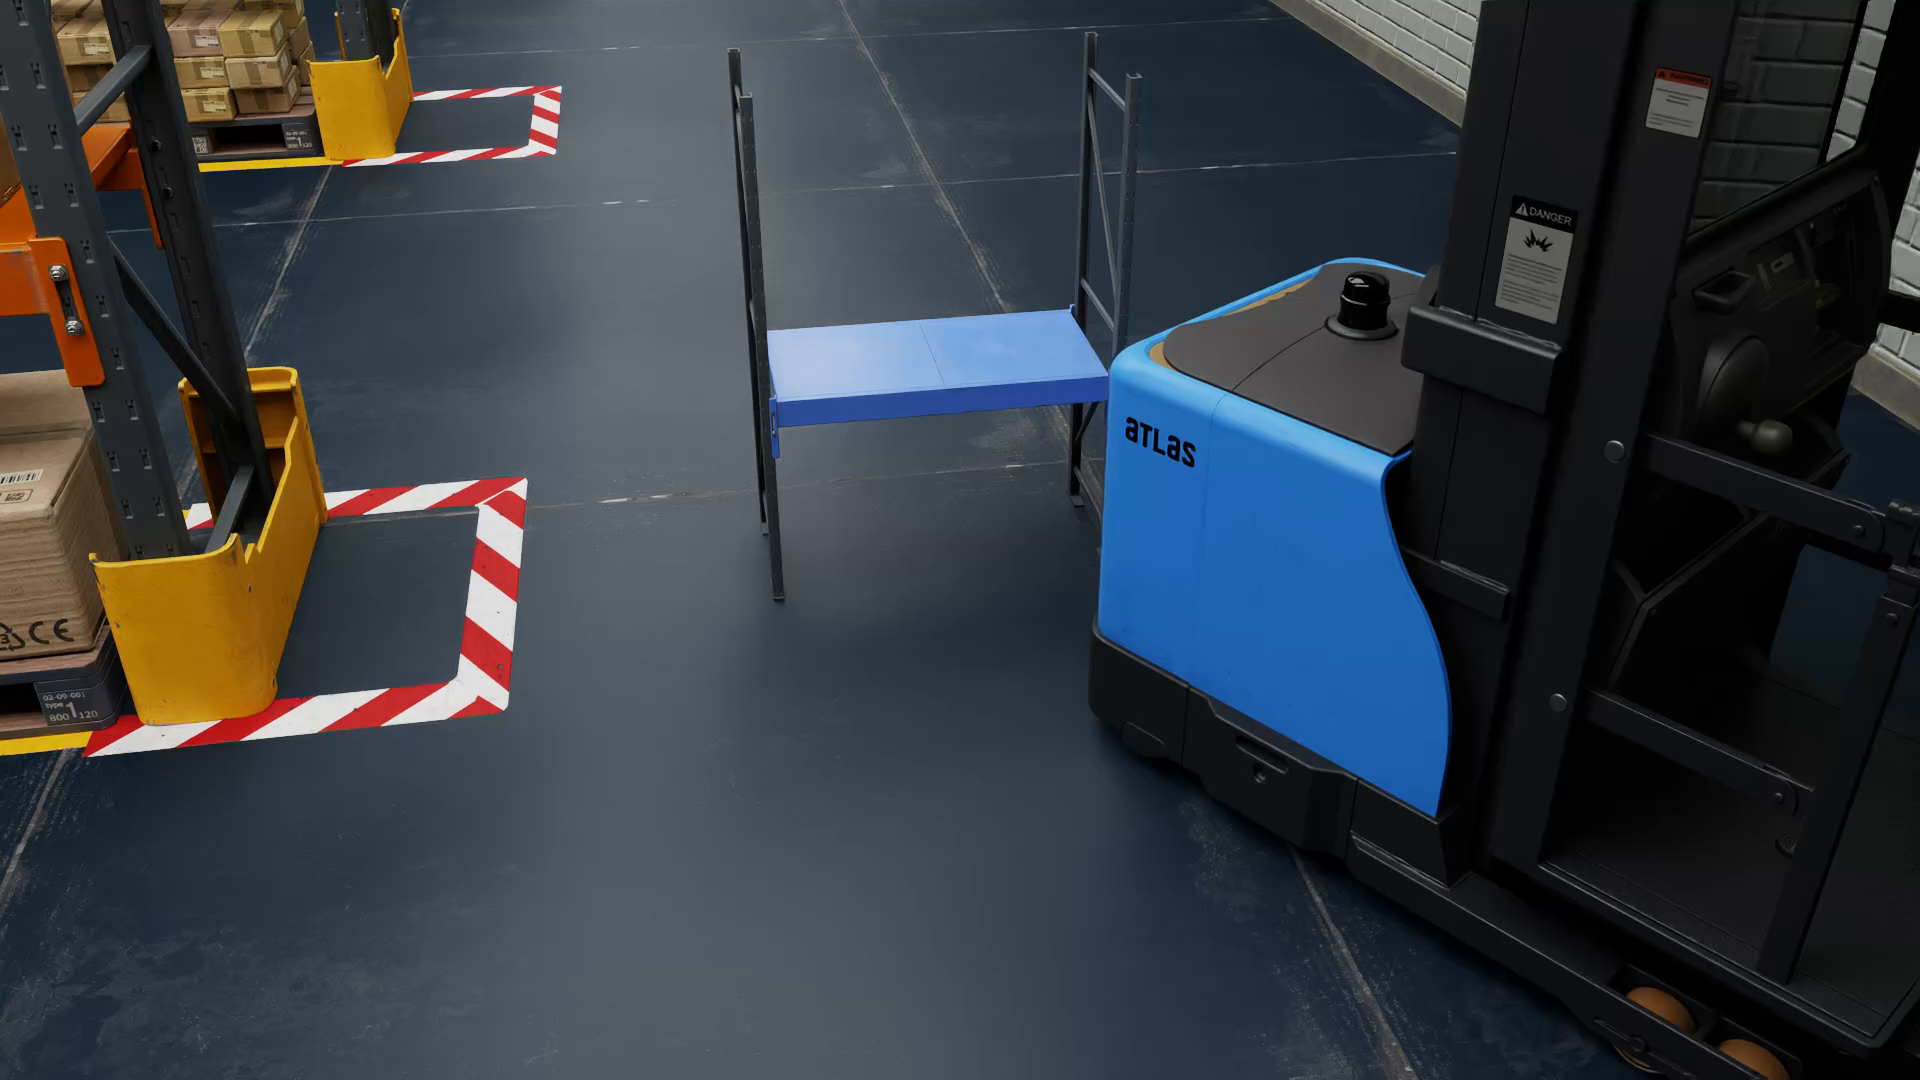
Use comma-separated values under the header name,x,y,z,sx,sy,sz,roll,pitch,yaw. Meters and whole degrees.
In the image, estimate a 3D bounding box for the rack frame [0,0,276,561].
name,x,y,z,sx,sy,sz,roll,pitch,yaw
rack frame,-2.147,-1.098,4.158,0.127,3.000,1.000,-5,31,-9

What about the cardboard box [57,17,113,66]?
name,x,y,z,sx,sy,sz,roll,pitch,yaw
cardboard box,-4.369,-2.517,8.383,0.250,0.149,0.380,-7,31,-11

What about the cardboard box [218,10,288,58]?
name,x,y,z,sx,sy,sz,roll,pitch,yaw
cardboard box,-3.613,-2.591,8.508,0.250,0.149,0.380,-5,31,-8

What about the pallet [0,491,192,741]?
name,x,y,z,sx,sy,sz,roll,pitch,yaw
pallet,-2.919,0.216,4.674,1.213,0.211,1.003,-5,31,-9

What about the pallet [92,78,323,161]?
name,x,y,z,sx,sy,sz,roll,pitch,yaw
pallet,-4.018,-2.291,8.938,1.213,0.211,1.003,-5,31,-9

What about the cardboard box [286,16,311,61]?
name,x,y,z,sx,sy,sz,roll,pitch,yaw
cardboard box,-3.700,-2.717,9.017,0.250,0.149,0.380,-4,31,-7

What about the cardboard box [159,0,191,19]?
name,x,y,z,sx,sy,sz,roll,pitch,yaw
cardboard box,-4.235,-2.843,8.936,0.250,0.149,0.380,-5,31,-9

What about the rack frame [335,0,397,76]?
name,x,y,z,sx,sy,sz,roll,pitch,yaw
rack frame,-3.138,-3.557,8.340,0.127,3.000,1.000,-5,31,-9

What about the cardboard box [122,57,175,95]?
name,x,y,z,sx,sy,sz,roll,pitch,yaw
cardboard box,-4.117,-2.398,8.474,0.250,0.149,0.380,-7,31,-11

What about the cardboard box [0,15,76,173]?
name,x,y,z,sx,sy,sz,roll,pitch,yaw
cardboard box,-2.671,-1.240,4.302,0.500,0.500,0.500,-6,31,-9

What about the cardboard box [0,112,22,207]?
name,x,y,z,sx,sy,sz,roll,pitch,yaw
cardboard box,-2.574,-0.965,3.833,0.500,0.500,0.500,-5,31,-9

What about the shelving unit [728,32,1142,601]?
name,x,y,z,sx,sy,sz,roll,pitch,yaw
shelving unit,-0.084,-0.639,4.857,1.048,1.500,0.538,-5,31,-9

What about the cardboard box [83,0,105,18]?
name,x,y,z,sx,sy,sz,roll,pitch,yaw
cardboard box,-4.464,-2.779,8.828,0.250,0.149,0.380,-7,31,-11

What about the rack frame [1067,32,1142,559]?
name,x,y,z,sx,sy,sz,roll,pitch,yaw
rack frame,0.416,-0.685,4.936,0.032,1.500,0.500,-5,31,-9

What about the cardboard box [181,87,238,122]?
name,x,y,z,sx,sy,sz,roll,pitch,yaw
cardboard box,-3.853,-2.283,8.571,0.250,0.149,0.380,-4,31,-7

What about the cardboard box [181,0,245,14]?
name,x,y,z,sx,sy,sz,roll,pitch,yaw
cardboard box,-3.964,-2.802,8.867,0.250,0.149,0.380,-5,31,-8

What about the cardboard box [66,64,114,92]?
name,x,y,z,sx,sy,sz,roll,pitch,yaw
cardboard box,-4.399,-2.425,8.520,0.250,0.149,0.380,-6,31,-10

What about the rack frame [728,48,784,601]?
name,x,y,z,sx,sy,sz,roll,pitch,yaw
rack frame,-0.584,-0.592,4.778,0.032,1.500,0.500,-5,31,-9

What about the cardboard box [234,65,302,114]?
name,x,y,z,sx,sy,sz,roll,pitch,yaw
cardboard box,-3.618,-2.357,8.697,0.250,0.149,0.380,-5,31,-8

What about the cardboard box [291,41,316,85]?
name,x,y,z,sx,sy,sz,roll,pitch,yaw
cardboard box,-3.711,-2.621,9.146,0.250,0.149,0.380,-5,31,-8

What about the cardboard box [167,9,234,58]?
name,x,y,z,sx,sy,sz,roll,pitch,yaw
cardboard box,-3.871,-2.596,8.518,0.250,0.149,0.380,-5,31,-8

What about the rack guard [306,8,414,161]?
name,x,y,z,sx,sy,sz,roll,pitch,yaw
rack guard,-3.213,-2.472,8.961,0.348,0.500,1.175,-5,31,-9

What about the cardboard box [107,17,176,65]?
name,x,y,z,sx,sy,sz,roll,pitch,yaw
cardboard box,-4.102,-2.509,8.370,0.250,0.149,0.380,-6,31,-10

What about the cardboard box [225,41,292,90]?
name,x,y,z,sx,sy,sz,roll,pitch,yaw
cardboard box,-3.606,-2.447,8.556,0.250,0.149,0.380,-6,31,-10

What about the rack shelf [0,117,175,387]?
name,x,y,z,sx,sy,sz,roll,pitch,yaw
rack shelf,-4.114,-0.605,4.030,4.000,0.370,1.077,-5,31,-9

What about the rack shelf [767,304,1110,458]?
name,x,y,z,sx,sy,sz,roll,pitch,yaw
rack shelf,-0.084,-0.484,4.948,1.000,0.185,0.538,-5,31,-9

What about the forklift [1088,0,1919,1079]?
name,x,y,z,sx,sy,sz,roll,pitch,yaw
forklift,1.714,-0.402,3.042,1.130,2.935,3.031,-26,39,-36

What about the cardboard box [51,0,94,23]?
name,x,y,z,sx,sy,sz,roll,pitch,yaw
cardboard box,-4.739,-2.758,8.793,0.250,0.149,0.380,-4,31,-7

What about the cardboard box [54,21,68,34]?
name,x,y,z,sx,sy,sz,roll,pitch,yaw
cardboard box,-4.623,-2.465,8.294,0.250,0.149,0.380,-4,31,-7

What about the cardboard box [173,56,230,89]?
name,x,y,z,sx,sy,sz,roll,pitch,yaw
cardboard box,-3.873,-2.450,8.562,0.250,0.149,0.380,-6,31,-10

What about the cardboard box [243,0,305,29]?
name,x,y,z,sx,sy,sz,roll,pitch,yaw
cardboard box,-3.715,-2.887,9.012,0.250,0.149,0.380,-7,31,-11

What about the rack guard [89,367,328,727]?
name,x,y,z,sx,sy,sz,roll,pitch,yaw
rack guard,-2.123,-0.023,4.795,0.348,0.500,1.175,-5,31,-9

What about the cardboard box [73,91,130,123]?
name,x,y,z,sx,sy,sz,roll,pitch,yaw
cardboard box,-4.369,-2.273,8.554,0.250,0.149,0.380,-5,31,-8

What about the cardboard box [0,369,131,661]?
name,x,y,z,sx,sy,sz,roll,pitch,yaw
cardboard box,-2.778,-0.064,4.514,0.875,0.438,0.875,-6,31,-11
